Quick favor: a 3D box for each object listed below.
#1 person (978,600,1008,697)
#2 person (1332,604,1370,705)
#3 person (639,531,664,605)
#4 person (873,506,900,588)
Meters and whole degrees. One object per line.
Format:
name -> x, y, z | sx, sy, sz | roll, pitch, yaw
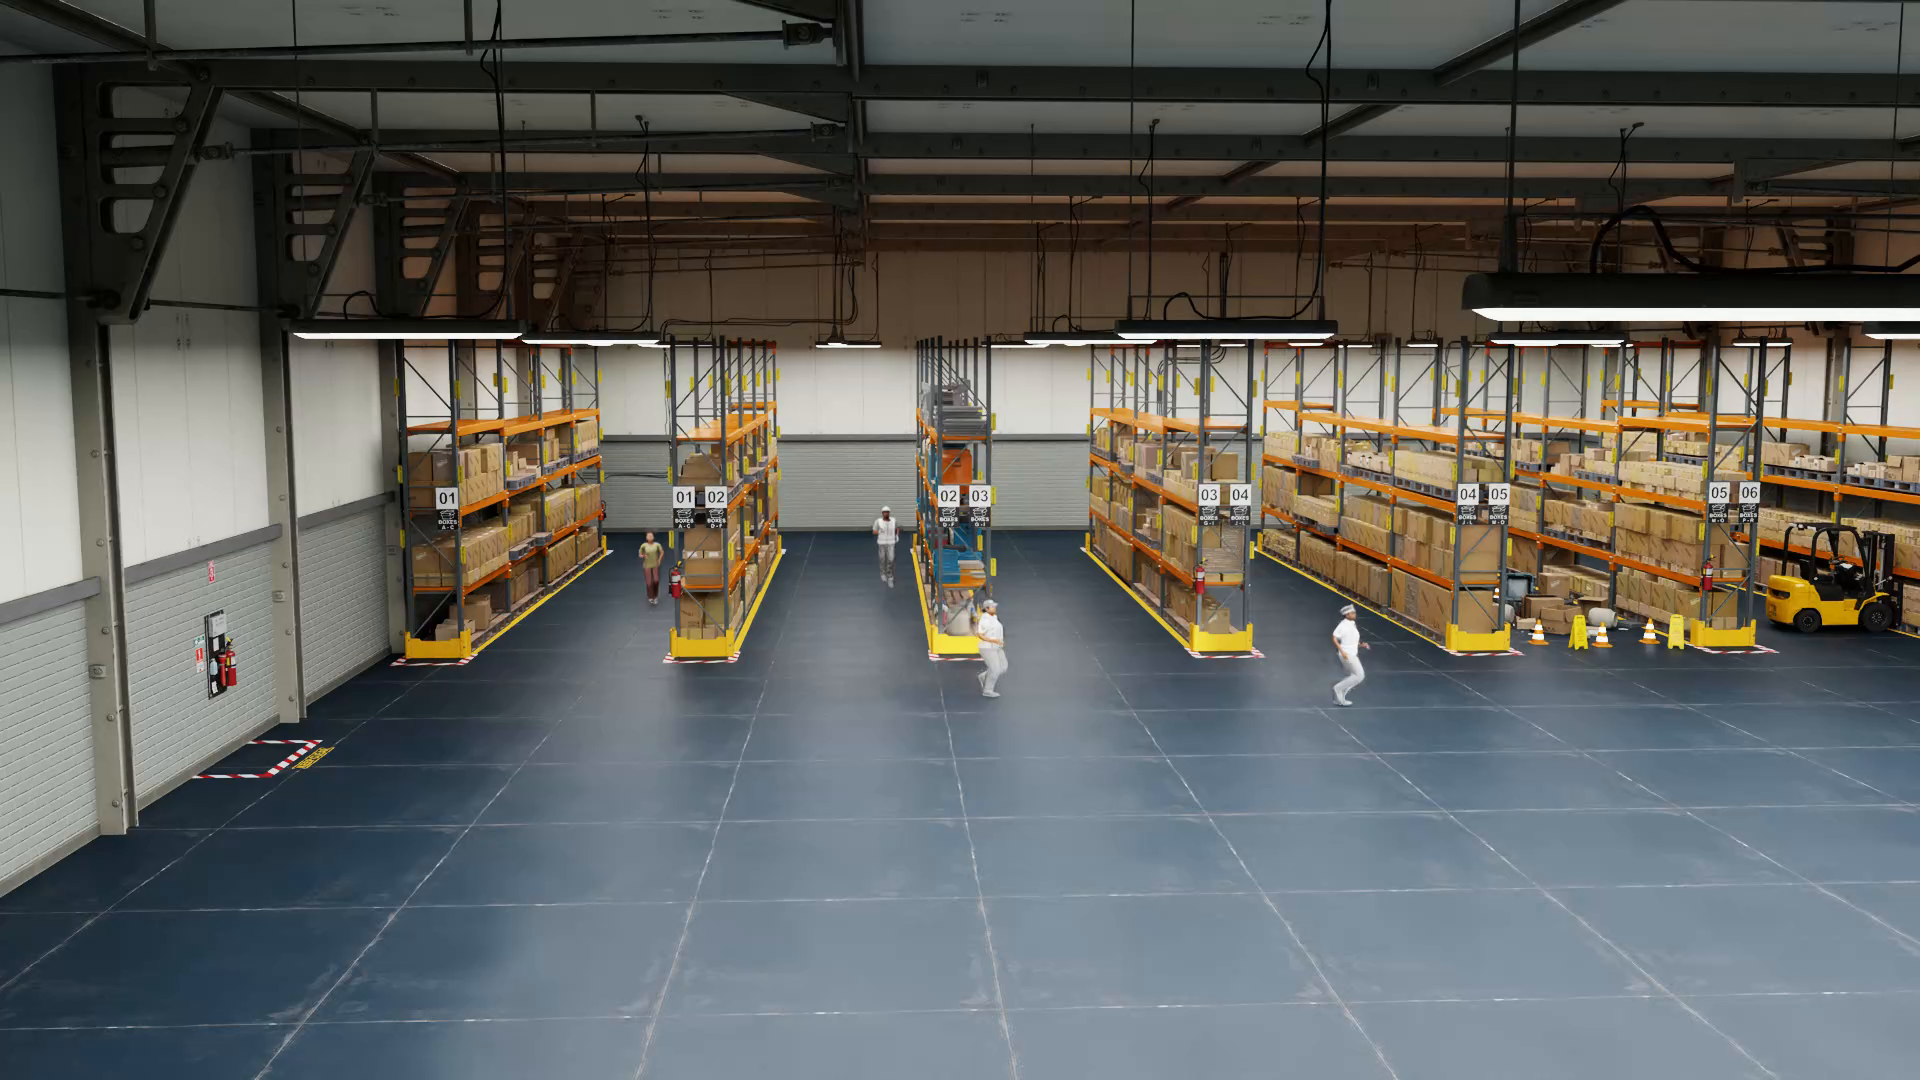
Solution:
person -> 0.536, 1.792, 27.578 | 0.531, 1.618, 0.602 | 3, 7, 25
person -> 6.318, 1.852, 26.821 | 0.559, 1.652, 0.560 | 3, 7, 23
person -> -6.965, 0.641, 37.536 | 0.561, 1.678, 0.620 | -1, 7, -11
person -> -1.710, 0.158, 38.784 | 0.657, 1.892, 0.707 | -1, 7, -6
